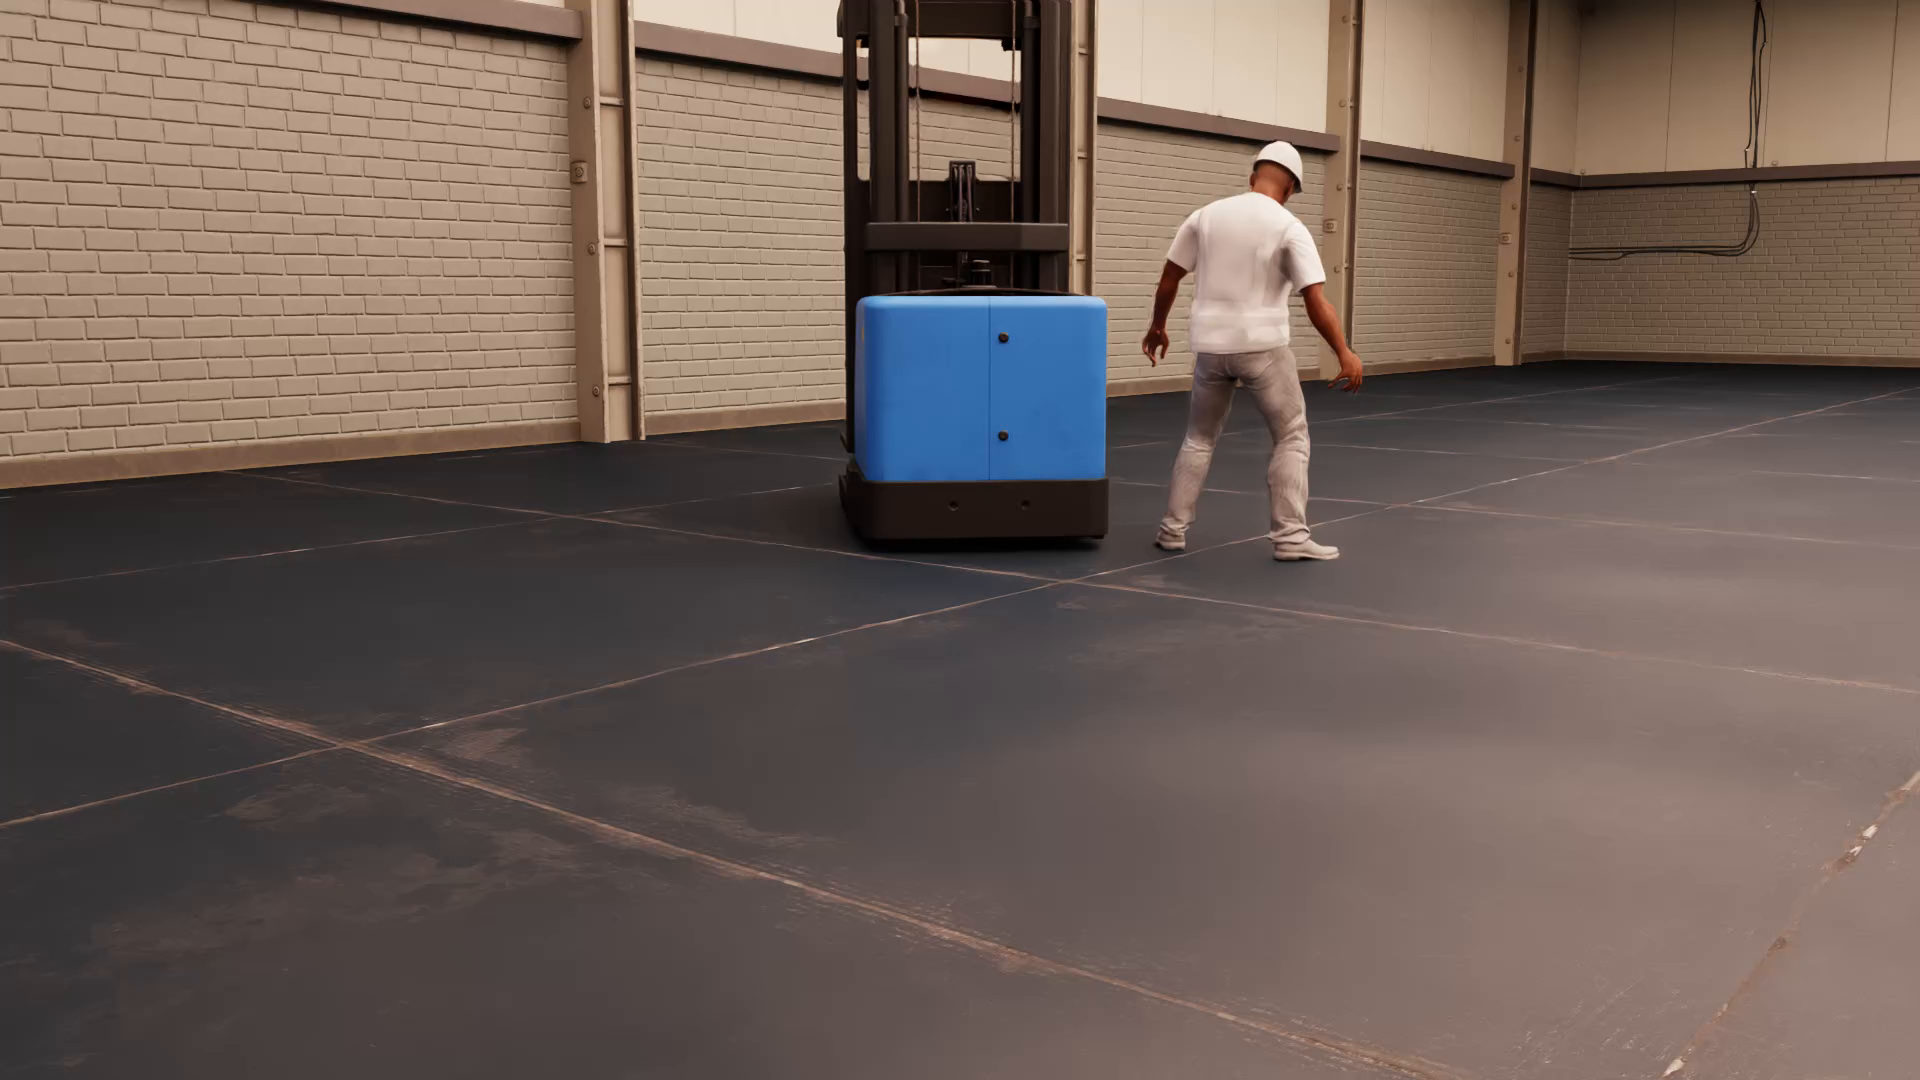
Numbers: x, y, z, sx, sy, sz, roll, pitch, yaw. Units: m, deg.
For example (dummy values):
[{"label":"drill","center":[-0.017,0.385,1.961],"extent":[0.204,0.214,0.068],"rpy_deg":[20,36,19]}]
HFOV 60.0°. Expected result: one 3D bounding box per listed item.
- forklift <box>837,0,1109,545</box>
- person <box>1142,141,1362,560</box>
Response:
[{"label":"forklift","center":[-0.042,-1.607,8.262],"extent":[1.130,2.935,3.031],"rpy_deg":[-1,8,-6]},{"label":"person","center":[1.227,-0.796,6.976],"extent":[0.963,1.716,0.433],"rpy_deg":[6,10,37]}]
